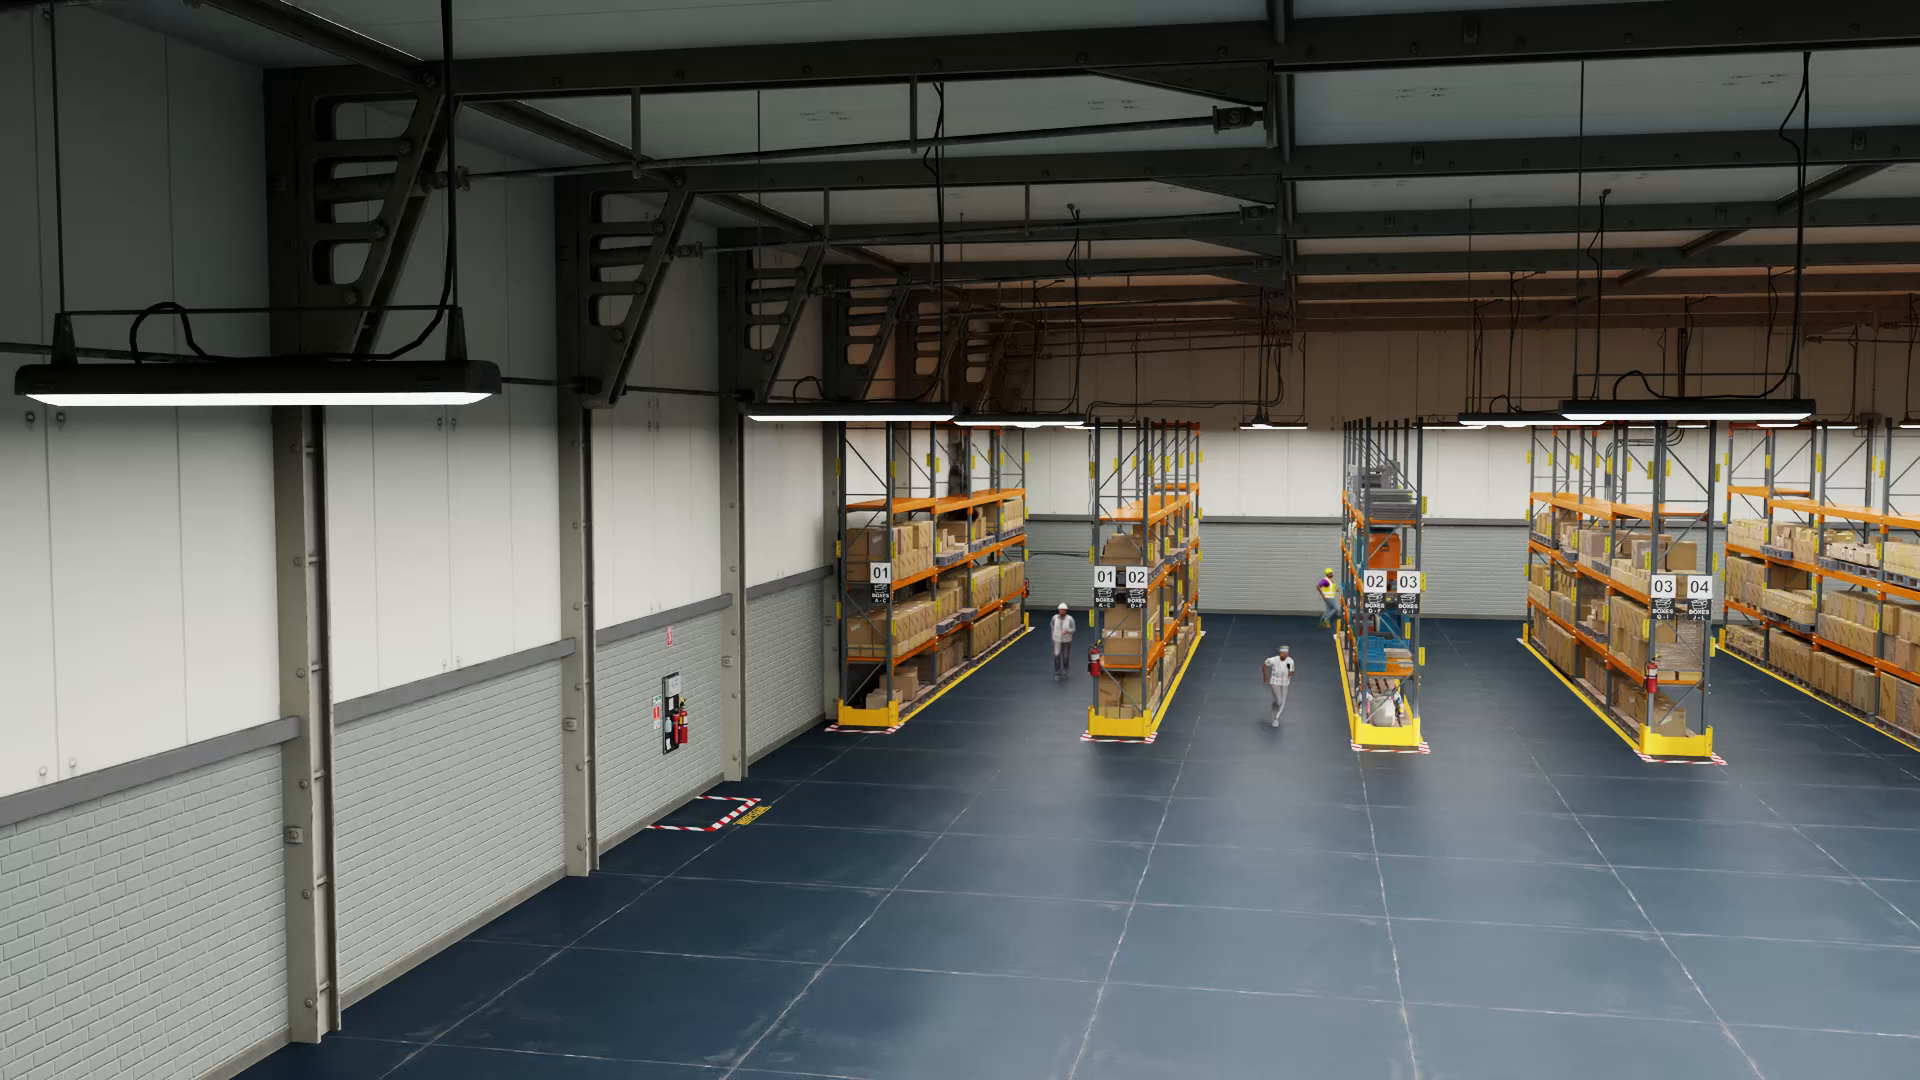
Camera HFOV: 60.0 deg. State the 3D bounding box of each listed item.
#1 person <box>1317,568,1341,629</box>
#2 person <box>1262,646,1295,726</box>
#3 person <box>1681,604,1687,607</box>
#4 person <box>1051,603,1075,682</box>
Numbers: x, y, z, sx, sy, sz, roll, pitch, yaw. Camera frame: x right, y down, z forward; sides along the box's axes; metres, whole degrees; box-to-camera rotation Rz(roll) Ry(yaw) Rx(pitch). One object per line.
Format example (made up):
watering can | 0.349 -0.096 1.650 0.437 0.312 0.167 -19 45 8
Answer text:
person | 10.768 1.707 48.370 0.693 1.762 0.678 2 4 26
person | 6.207 2.826 32.271 0.562 1.610 0.731 -1 4 -11
person | 19.191 2.024 44.216 0.576 1.683 0.837 3 5 36
person | 2.382 2.355 38.507 0.578 1.813 0.893 0 4 5
